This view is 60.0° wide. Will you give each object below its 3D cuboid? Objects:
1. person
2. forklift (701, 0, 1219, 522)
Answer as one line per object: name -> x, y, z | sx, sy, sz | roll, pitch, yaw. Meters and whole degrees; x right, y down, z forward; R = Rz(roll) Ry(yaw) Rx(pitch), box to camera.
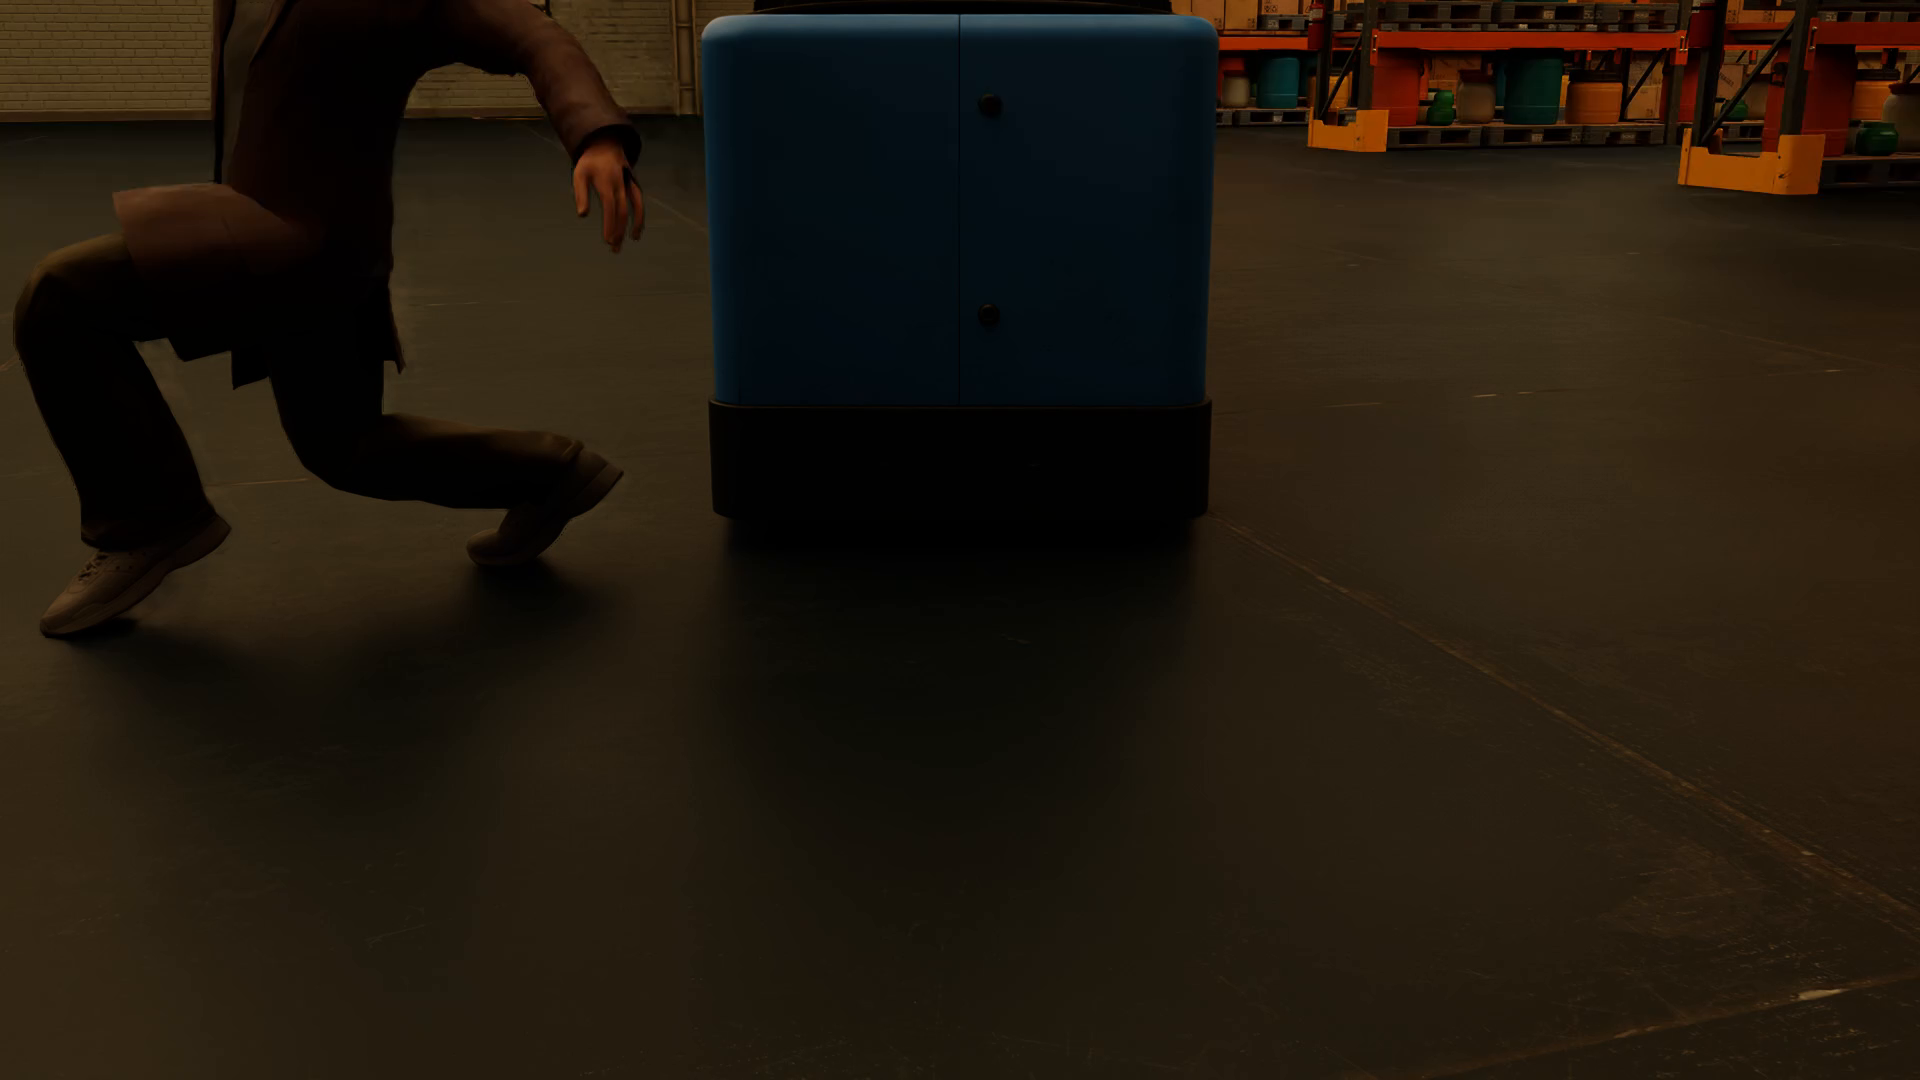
person -> -1.097, -0.556, 2.862 | 1.049, 1.480, 0.958 | -9, 18, -28
forklift -> 0.008, -1.801, 4.503 | 1.130, 2.935, 3.031 | 0, 16, 0
